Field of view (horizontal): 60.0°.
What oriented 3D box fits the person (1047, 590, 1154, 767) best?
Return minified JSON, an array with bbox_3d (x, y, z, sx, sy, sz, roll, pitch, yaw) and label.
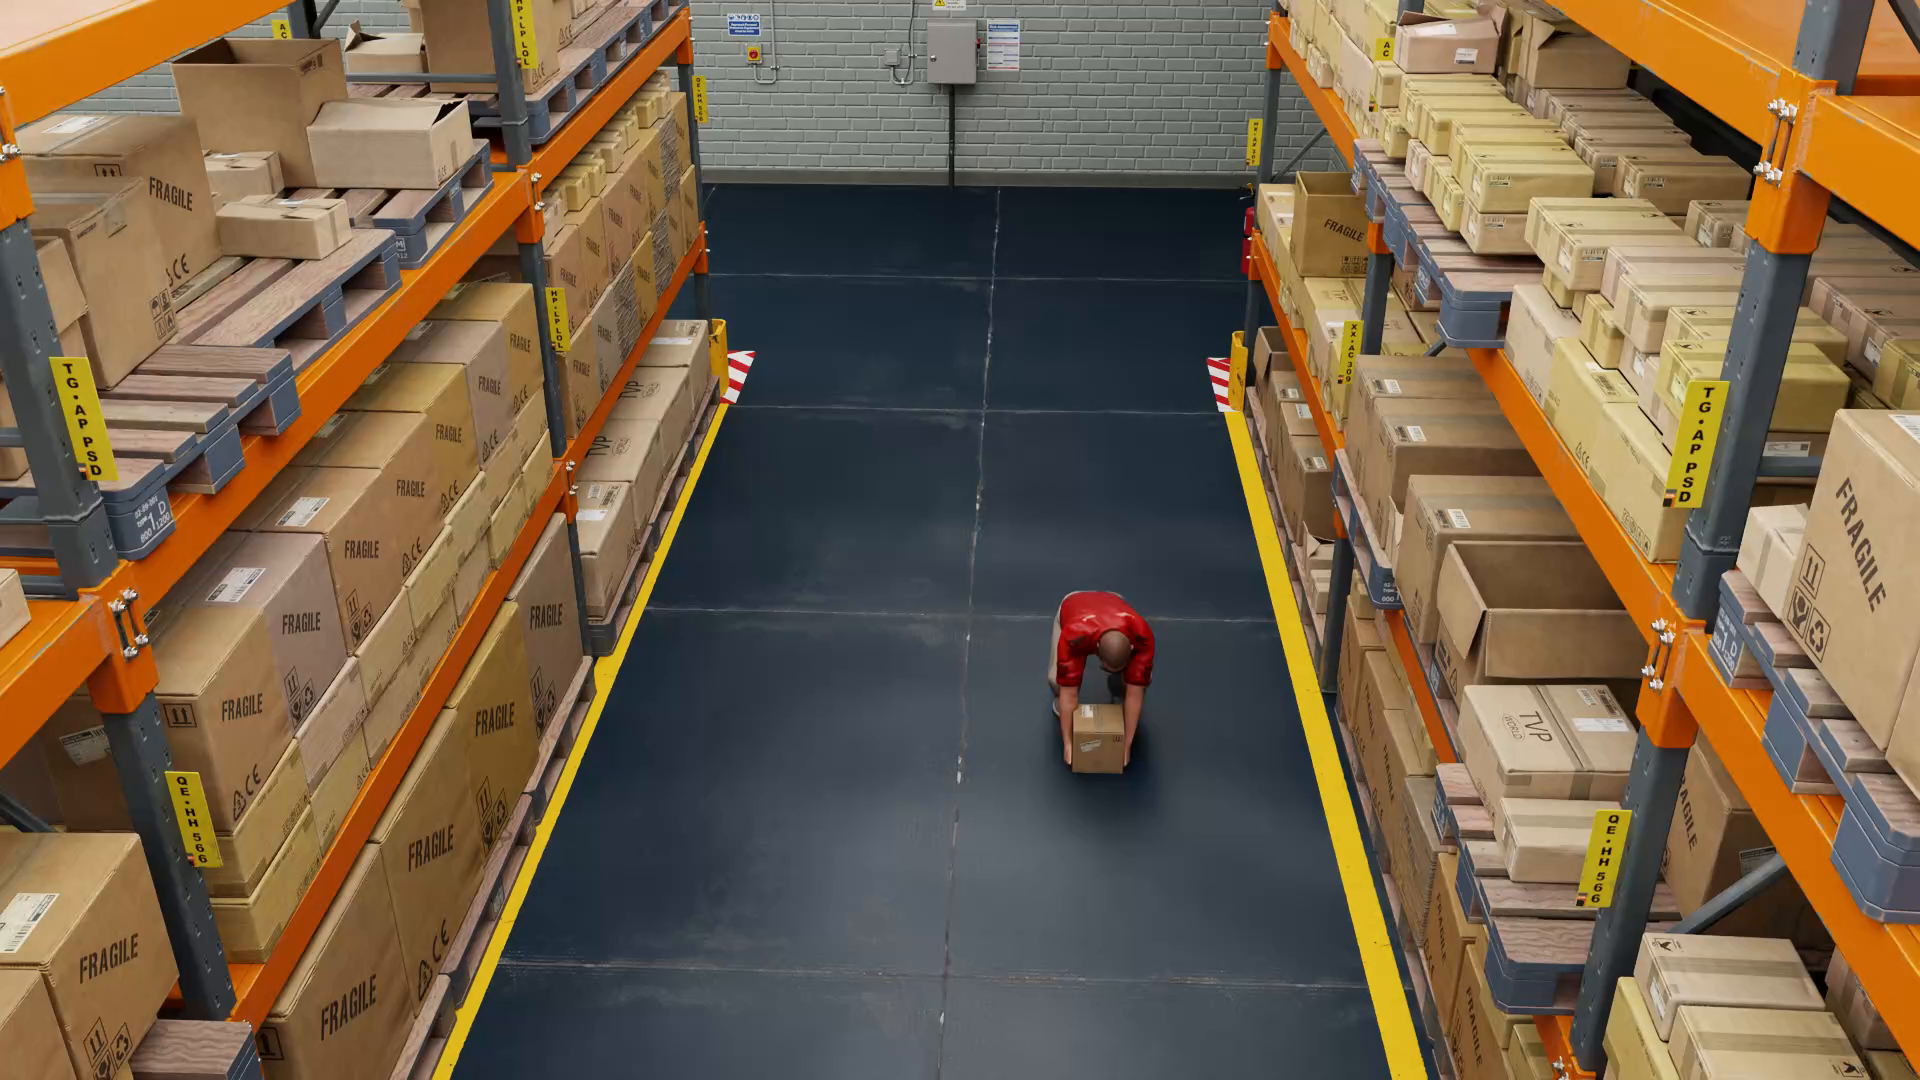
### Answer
[{"bbox_3d":[0.714,0.645,8.509,0.537,0.827,0.912,0,28,1],"label":"person"}]
